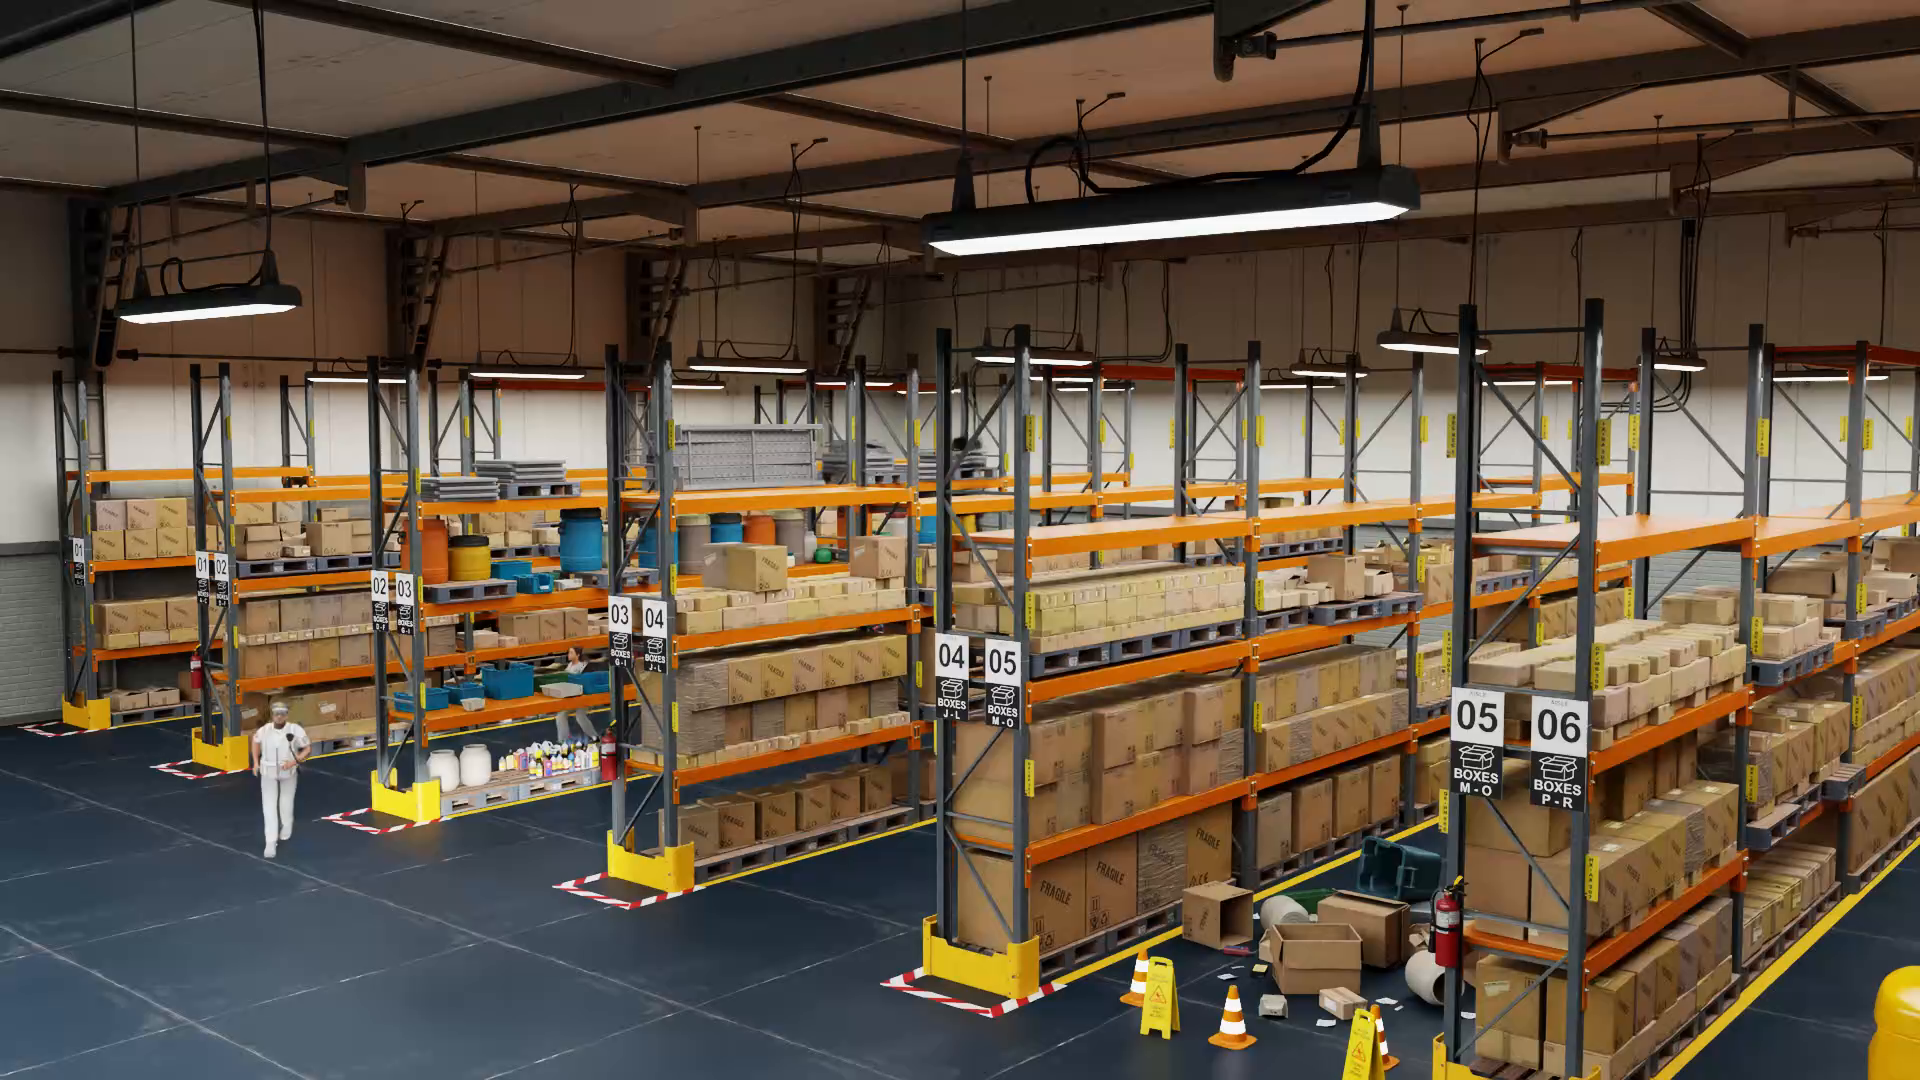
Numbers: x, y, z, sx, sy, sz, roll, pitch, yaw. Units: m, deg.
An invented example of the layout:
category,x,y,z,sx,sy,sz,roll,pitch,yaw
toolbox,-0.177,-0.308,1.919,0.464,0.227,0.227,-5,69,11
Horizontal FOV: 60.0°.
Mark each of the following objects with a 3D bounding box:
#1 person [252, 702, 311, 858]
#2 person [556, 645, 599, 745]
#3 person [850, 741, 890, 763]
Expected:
category,x,y,z,sx,sy,sz,roll,pitch,yaw
person,-8.189,2.837,20.066,0.679,1.809,0.912,-1,4,-17
person,-5.916,2.477,25.713,0.550,1.729,0.780,3,5,38
person,-1.347,2.553,25.345,0.687,1.650,0.879,2,5,30
